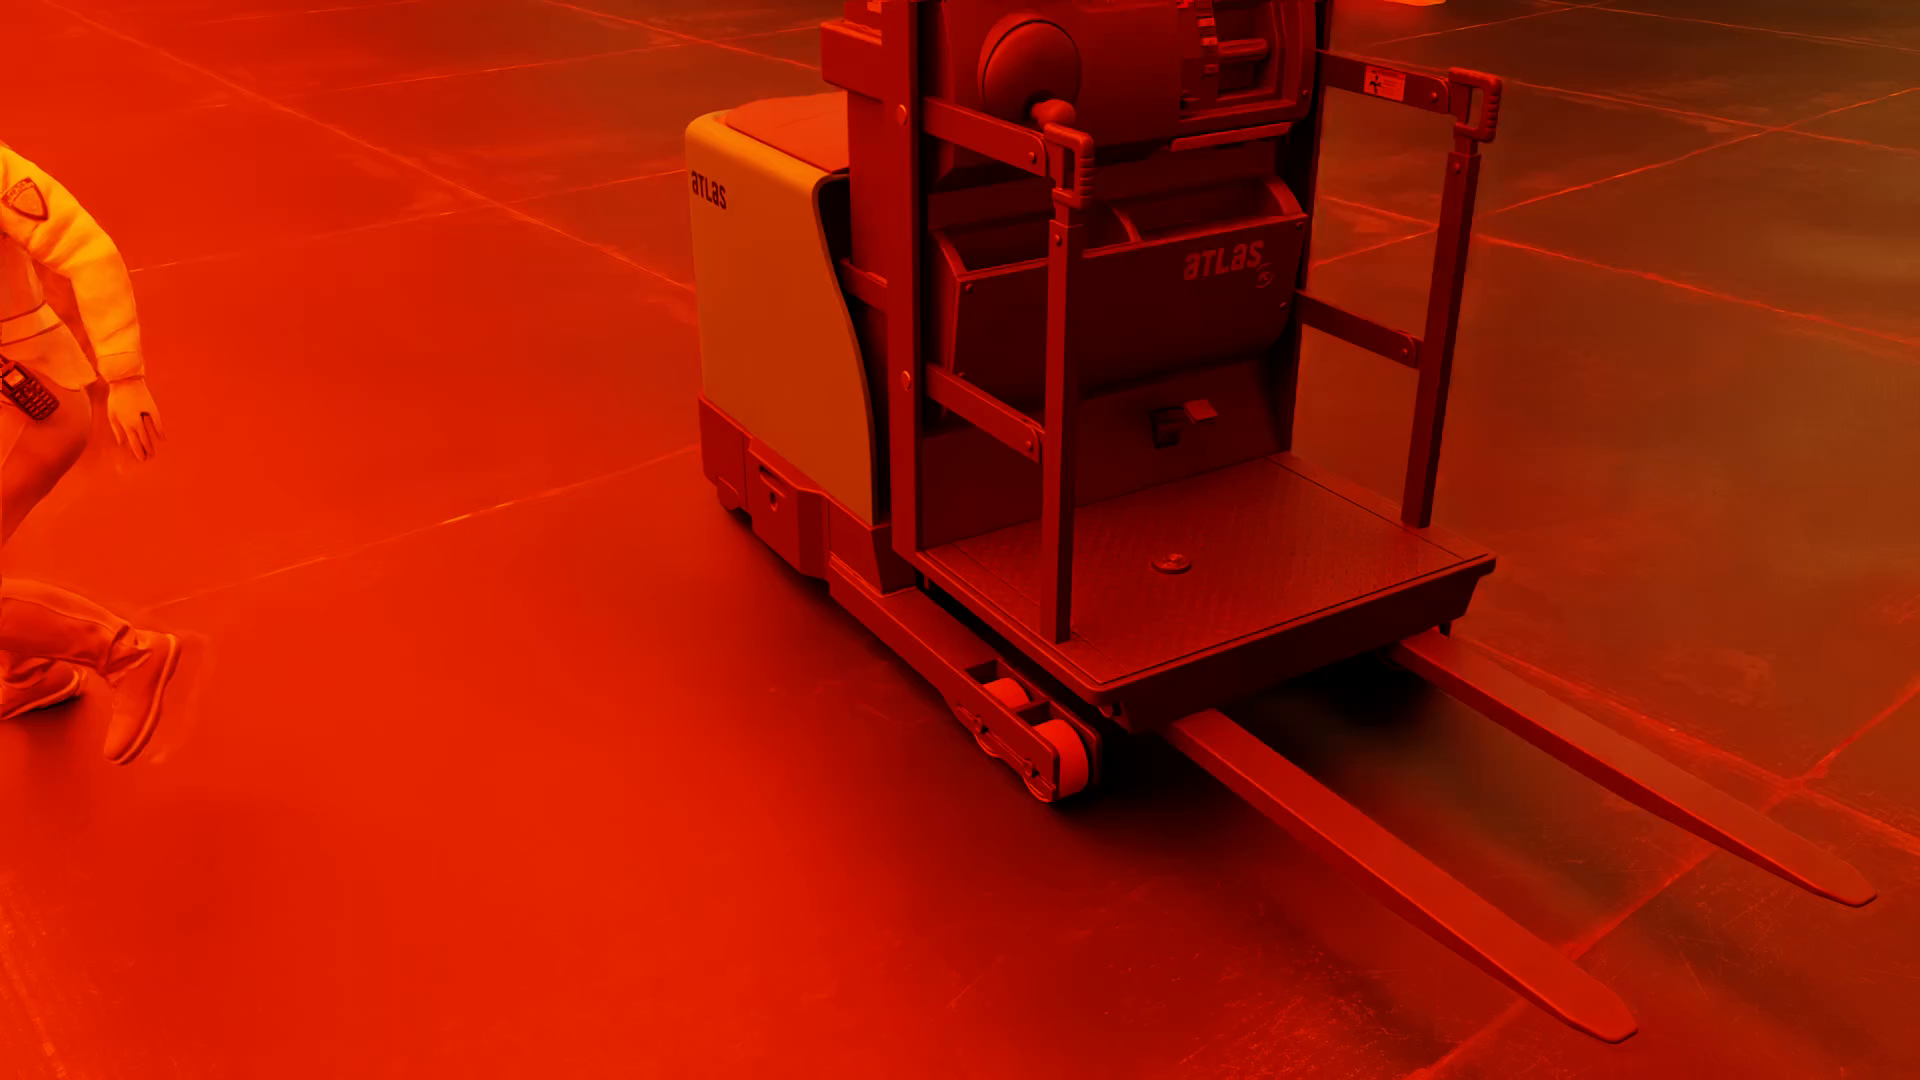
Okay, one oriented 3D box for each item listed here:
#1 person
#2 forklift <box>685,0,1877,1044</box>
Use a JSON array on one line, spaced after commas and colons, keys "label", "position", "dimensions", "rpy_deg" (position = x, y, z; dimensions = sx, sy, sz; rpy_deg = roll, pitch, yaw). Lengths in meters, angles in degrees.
[{"label": "person", "position": [-1.969, -0.254, 3.299], "dimensions": [0.804, 1.561, 0.516], "rpy_deg": [21, 33, 35]}, {"label": "forklift", "position": [0.469, -1.012, 3.244], "dimensions": [1.130, 2.935, 3.031], "rpy_deg": [-15, 30, -28]}]
